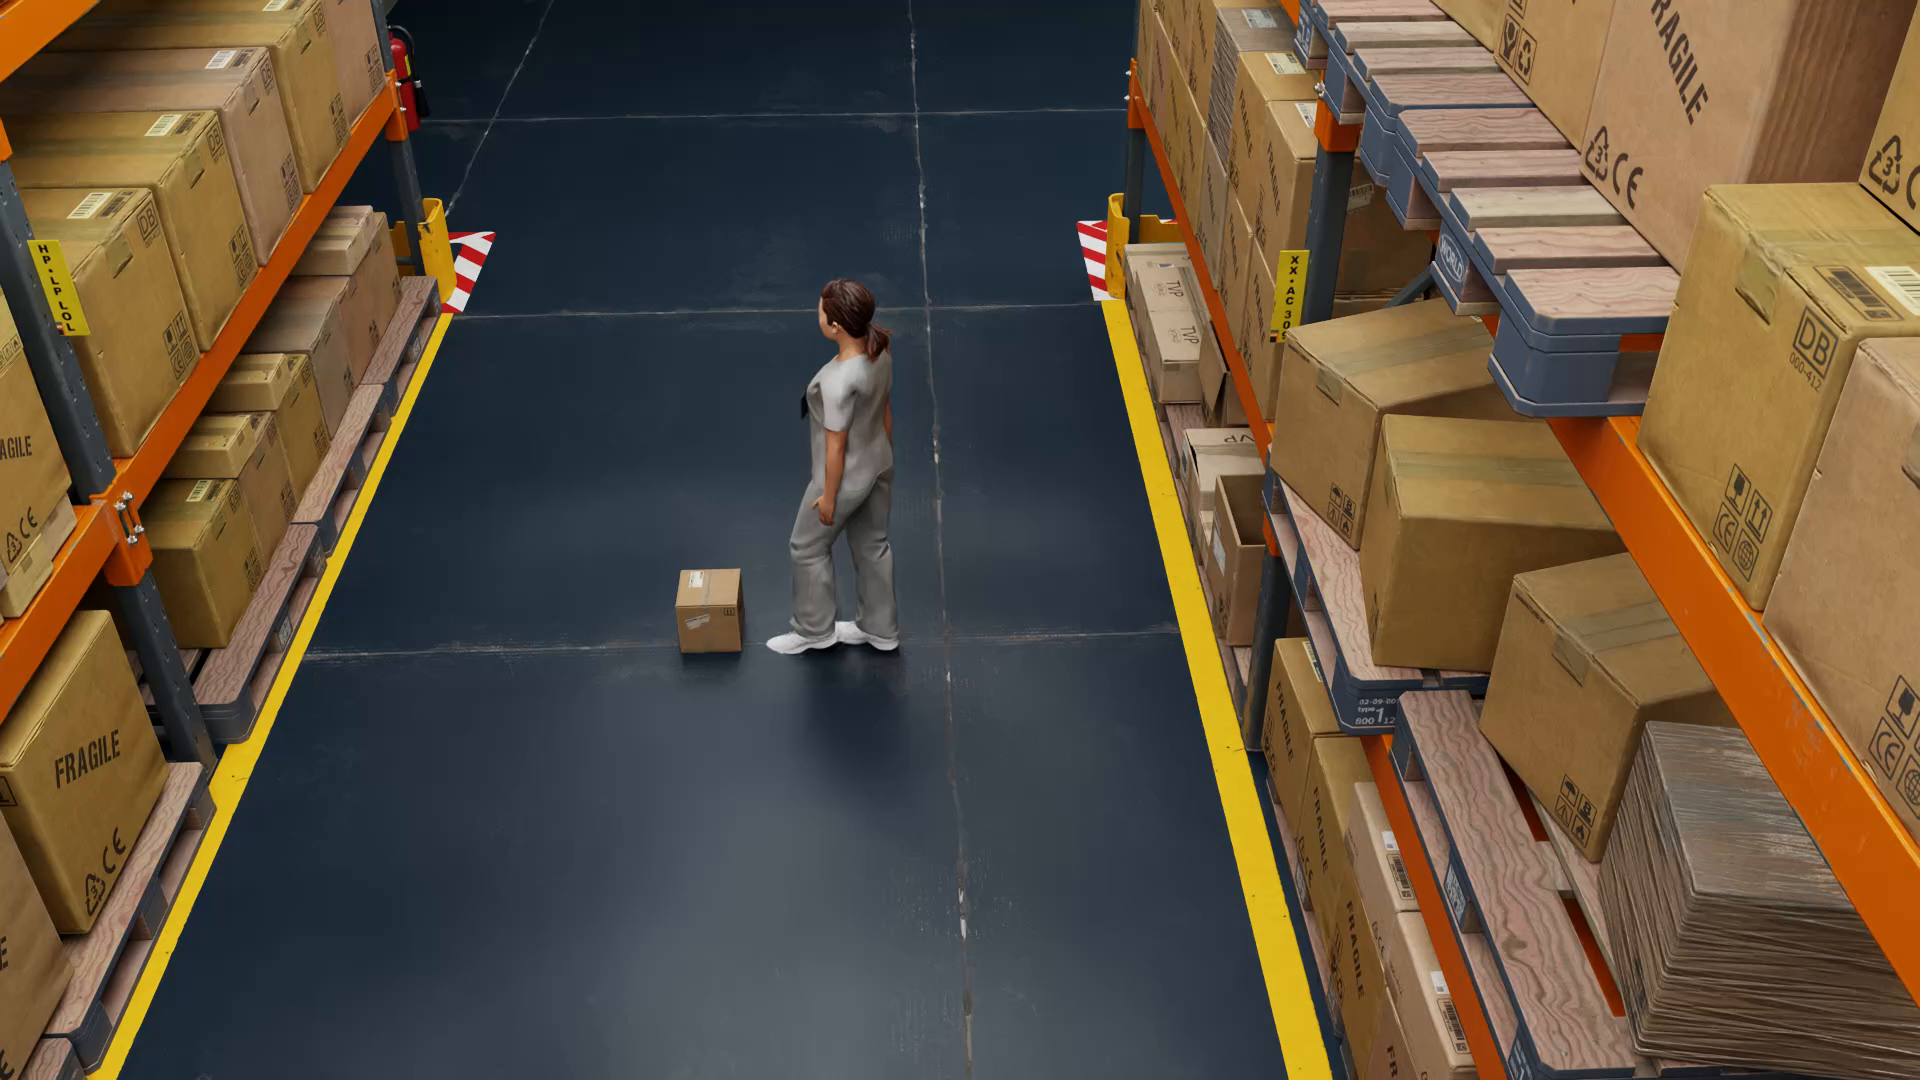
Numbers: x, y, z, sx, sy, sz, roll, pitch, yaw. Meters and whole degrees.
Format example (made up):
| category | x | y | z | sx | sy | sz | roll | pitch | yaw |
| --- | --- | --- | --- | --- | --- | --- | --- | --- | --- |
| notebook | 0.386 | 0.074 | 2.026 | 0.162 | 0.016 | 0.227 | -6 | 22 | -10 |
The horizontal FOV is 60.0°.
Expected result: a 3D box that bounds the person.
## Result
| category | x | y | z | sx | sy | sz | roll | pitch | yaw |
| --- | --- | --- | --- | --- | --- | --- | --- | --- | --- |
| person | -0.491 | -0.263 | 6.527 | 0.526 | 1.698 | 0.442 | 17 | 39 | 23 |
